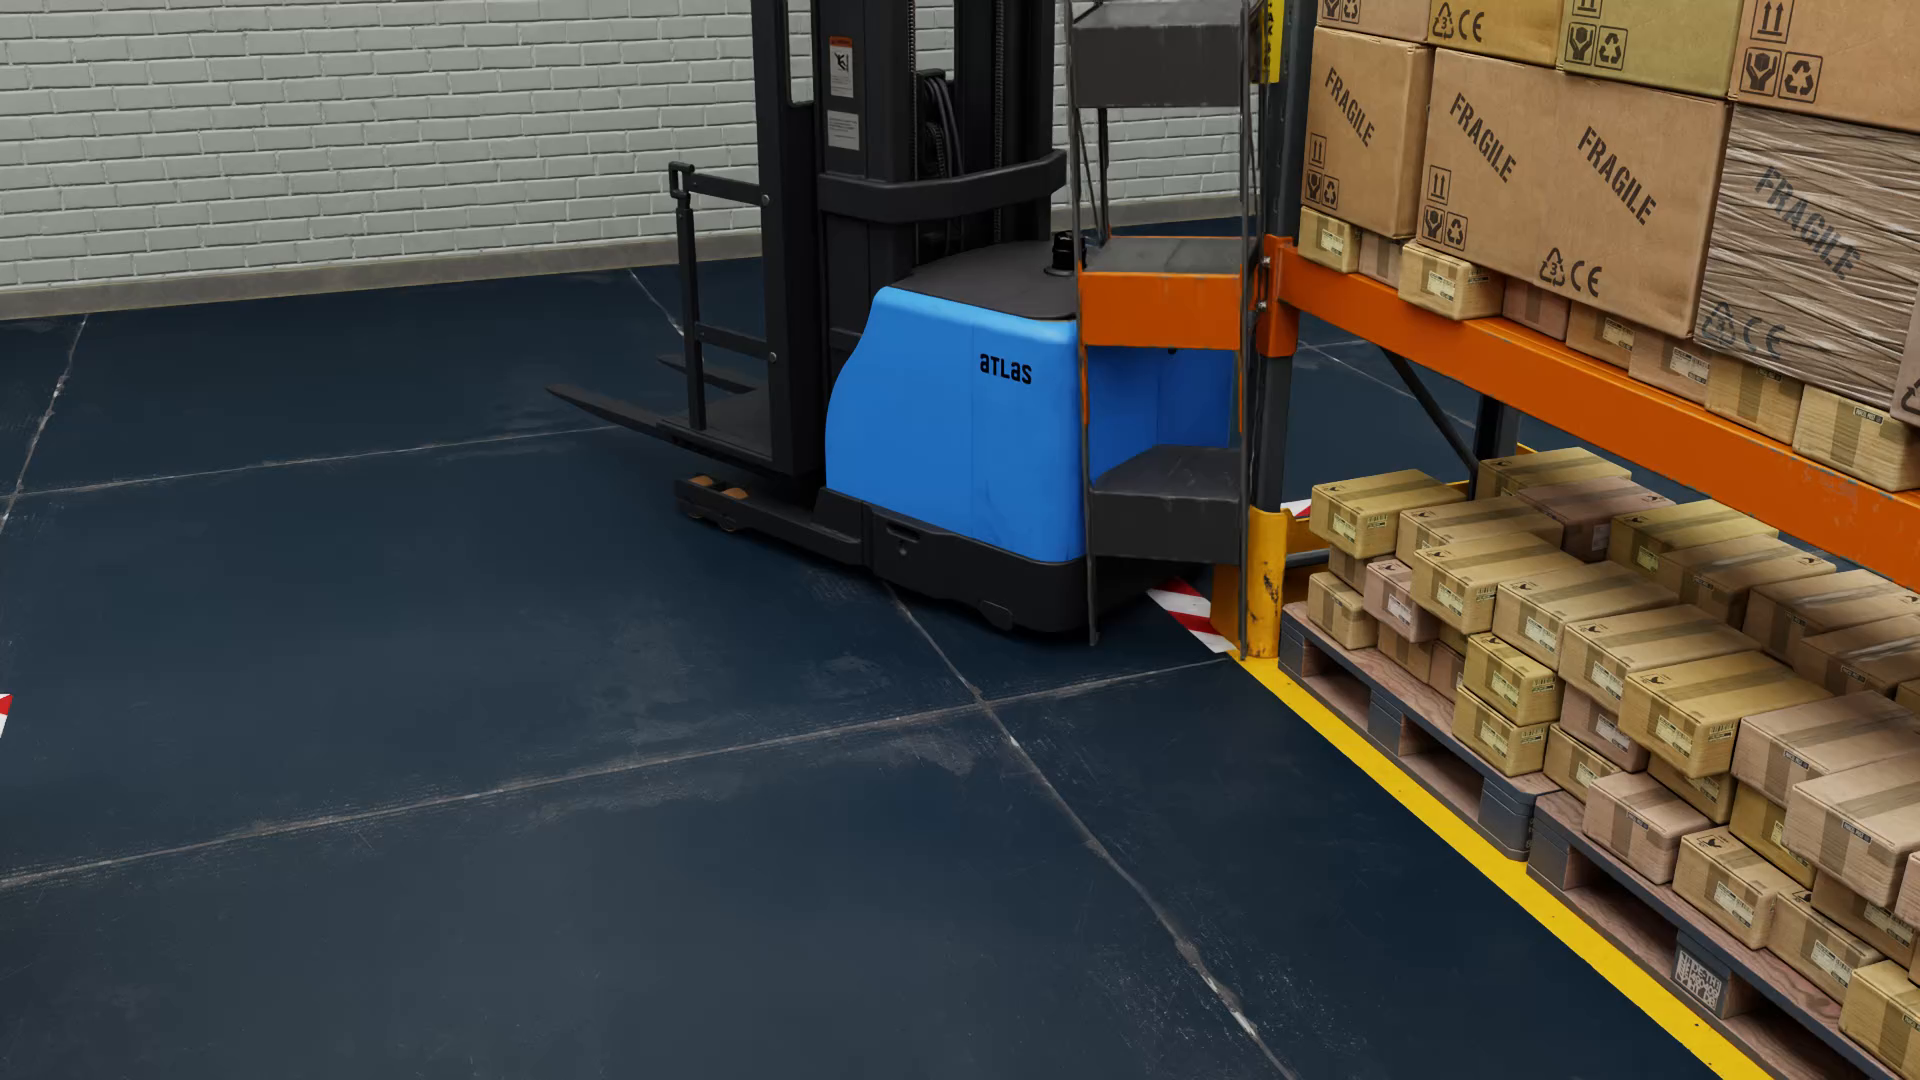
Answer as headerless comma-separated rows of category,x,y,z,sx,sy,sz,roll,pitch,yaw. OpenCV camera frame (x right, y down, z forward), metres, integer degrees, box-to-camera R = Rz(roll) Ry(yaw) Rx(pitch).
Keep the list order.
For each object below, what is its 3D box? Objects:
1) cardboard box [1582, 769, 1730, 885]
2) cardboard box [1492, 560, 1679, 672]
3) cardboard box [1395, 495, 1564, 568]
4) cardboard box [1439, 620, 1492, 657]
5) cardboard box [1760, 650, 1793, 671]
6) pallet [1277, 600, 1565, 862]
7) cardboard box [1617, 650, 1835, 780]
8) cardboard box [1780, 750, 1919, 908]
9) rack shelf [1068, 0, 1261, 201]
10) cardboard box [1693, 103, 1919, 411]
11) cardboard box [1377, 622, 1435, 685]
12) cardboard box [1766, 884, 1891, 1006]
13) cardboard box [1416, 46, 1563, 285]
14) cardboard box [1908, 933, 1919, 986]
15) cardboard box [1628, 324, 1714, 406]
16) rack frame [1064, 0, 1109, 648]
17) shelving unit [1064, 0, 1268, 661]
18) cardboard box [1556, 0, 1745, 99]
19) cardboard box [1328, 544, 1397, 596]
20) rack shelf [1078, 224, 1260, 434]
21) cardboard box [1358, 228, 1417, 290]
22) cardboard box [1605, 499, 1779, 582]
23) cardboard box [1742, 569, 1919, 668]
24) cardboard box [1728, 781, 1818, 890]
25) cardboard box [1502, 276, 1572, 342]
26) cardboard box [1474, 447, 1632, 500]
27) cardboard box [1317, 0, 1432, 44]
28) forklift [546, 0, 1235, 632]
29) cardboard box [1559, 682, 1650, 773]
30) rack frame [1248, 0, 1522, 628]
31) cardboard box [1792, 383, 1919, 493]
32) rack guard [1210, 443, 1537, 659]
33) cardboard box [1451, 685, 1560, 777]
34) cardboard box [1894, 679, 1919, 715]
cardboard box,1.724,0.655,3.964,0.380,0.149,0.250,-10,25,-22
cardboard box,1.613,0.192,4.297,0.380,0.149,0.250,-10,25,-22
cardboard box,1.479,0.004,4.743,0.380,0.149,0.250,-8,24,-18
cardboard box,1.559,0.230,4.589,0.380,0.149,0.250,-8,24,-18
cardboard box,2.235,0.348,4.309,0.380,0.149,0.250,-8,24,-18
pallet,1.682,0.450,4.911,1.003,0.211,1.213,-8,24,-19
cardboard box,1.752,0.396,3.813,0.380,0.149,0.250,-8,24,-18
cardboard box,1.916,0.579,3.377,0.380,0.149,0.250,-9,25,-21
rack shelf,0.601,-1.281,4.766,0.480,0.518,0.431,4,27,17
cardboard box,1.861,-0.590,3.276,0.500,0.500,0.500,-9,24,-20
cardboard box,1.456,0.276,4.864,0.380,0.149,0.250,-8,24,-19
cardboard box,1.962,0.835,3.537,0.380,0.149,0.250,-8,24,-18
cardboard box,1.514,-0.954,4.139,0.500,0.500,0.500,-8,24,-19
cardboard box,2.082,0.817,3.197,0.380,0.149,0.250,-8,24,-18
cardboard box,1.736,-0.422,3.712,0.380,0.149,0.250,-9,24,-20
rack frame,0.416,-0.680,5.133,0.015,2.100,0.400,4,27,17
shelving unit,0.649,-0.664,5.062,0.503,2.100,0.431,4,27,17
cardboard box,1.659,-1.233,3.513,0.500,0.500,0.500,-9,24,-20
cardboard box,1.346,0.046,5.026,0.380,0.149,0.250,-7,24,-17
rack shelf,0.650,-0.651,5.068,0.480,0.518,0.431,4,27,17
cardboard box,1.338,-0.798,4.604,0.380,0.149,0.250,-7,24,-17
cardboard box,2.071,0.017,4.712,0.380,0.149,0.250,-9,24,-20
cardboard box,2.250,0.209,4.255,0.380,0.149,0.250,-7,24,-17
cardboard box,1.952,0.614,3.678,0.380,0.149,0.250,-7,24,-16
cardboard box,1.603,-0.617,4.175,0.380,0.149,0.250,-7,24,-17
cardboard box,1.825,-0.159,5.129,0.380,0.149,0.250,-8,24,-18
cardboard box,1.312,-1.607,4.402,0.500,0.500,0.500,-8,24,-19
forklift,-0.466,-1.515,6.070,3.031,2.935,1.130,19,30,38
cardboard box,1.731,0.421,4.135,0.380,0.149,0.250,-10,25,-22
rack frame,1.401,-1.163,5.147,1.000,3.000,0.127,-8,24,-19
cardboard box,1.875,-0.223,3.242,0.380,0.149,0.250,-8,24,-18
rack guard,1.428,0.017,5.567,1.175,0.500,0.348,-8,24,-19
cardboard box,1.538,0.473,4.396,0.380,0.149,0.250,-8,24,-18
cardboard box,2.358,0.412,3.775,0.380,0.149,0.250,-8,24,-19
